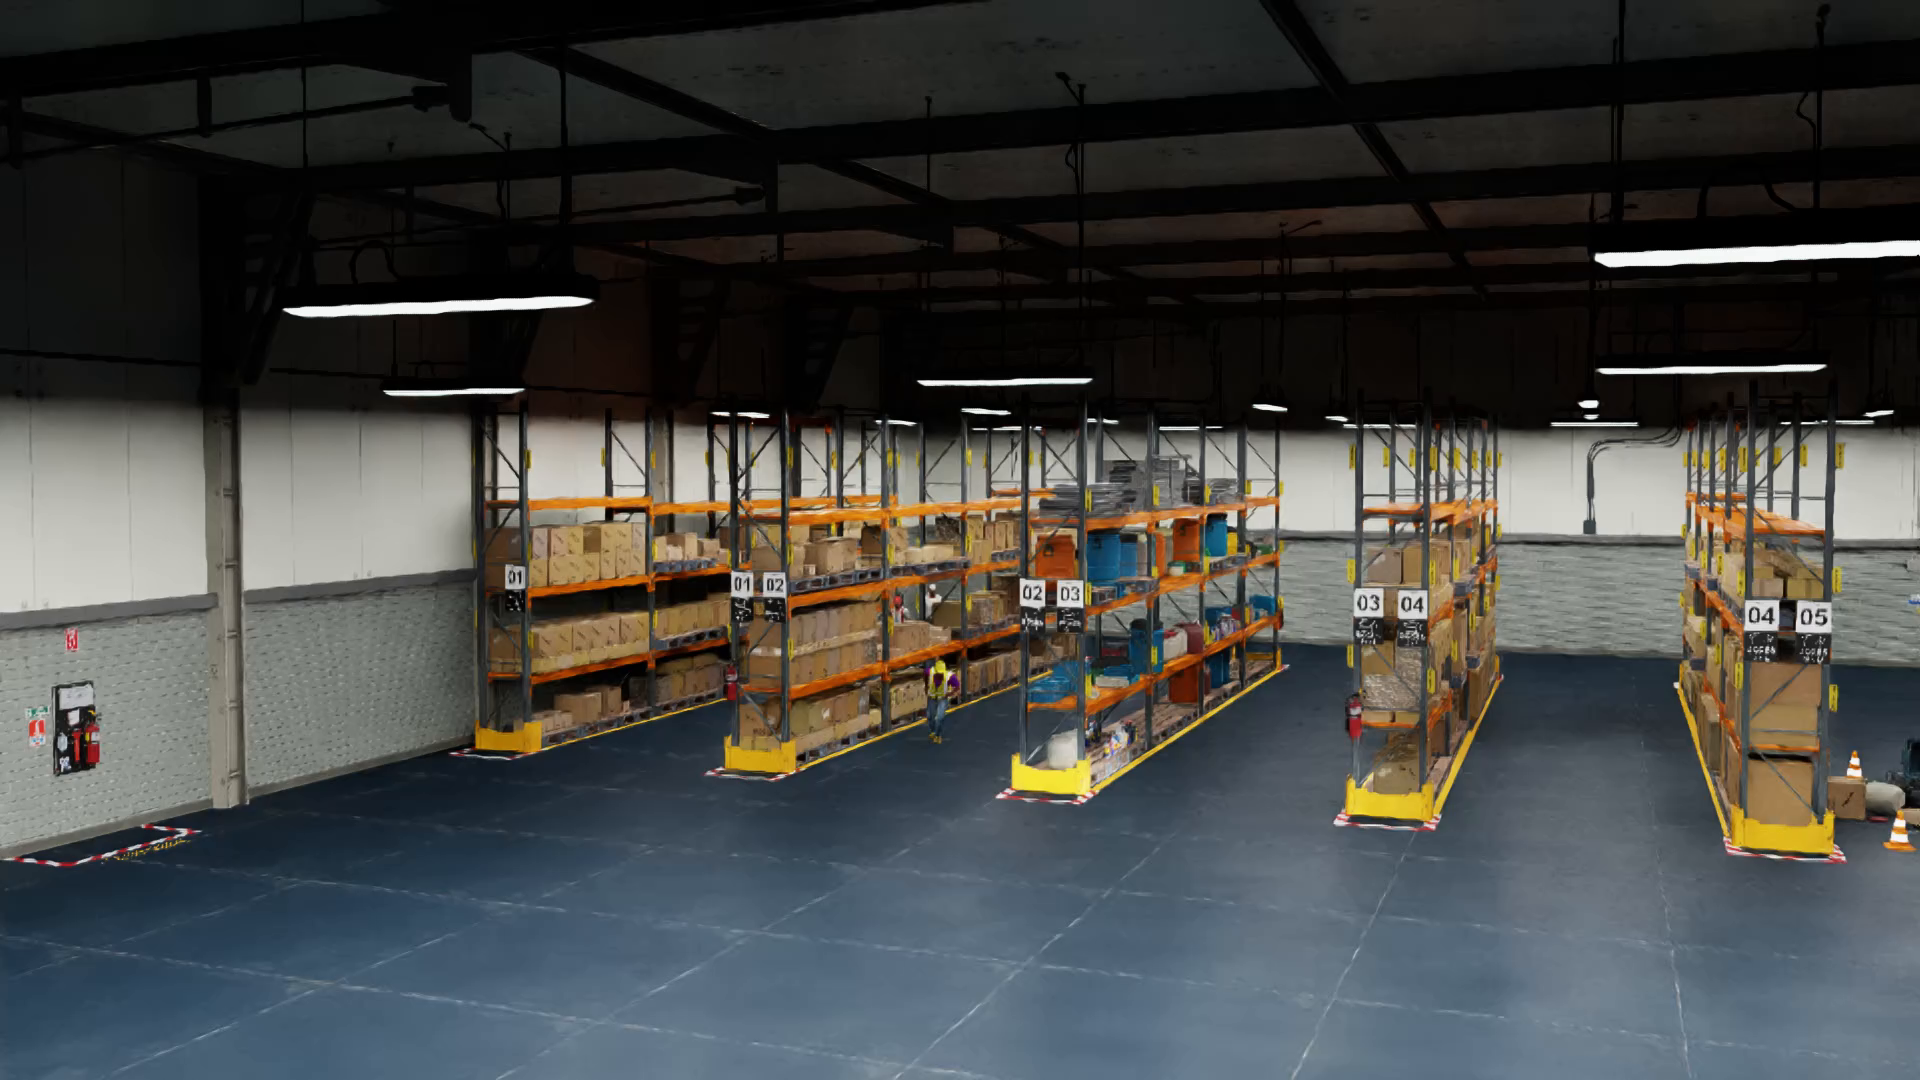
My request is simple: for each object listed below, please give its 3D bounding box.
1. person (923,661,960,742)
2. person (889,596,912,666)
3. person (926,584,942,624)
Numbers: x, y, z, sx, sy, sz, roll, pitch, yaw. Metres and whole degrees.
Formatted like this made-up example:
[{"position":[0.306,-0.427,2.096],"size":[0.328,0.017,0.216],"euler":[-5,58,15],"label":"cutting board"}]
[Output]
[{"position":[-0.335,2.839,29.486],"size":[0.690,1.491,0.990],"euler":[1,3,14],"label":"person"},{"position":[-1.485,2.191,40.033],"size":[0.706,1.721,0.843],"euler":[1,3,17],"label":"person"},{"position":[-0.730,2.010,43.930],"size":[0.622,1.722,0.946],"euler":[0,3,-2],"label":"person"}]
